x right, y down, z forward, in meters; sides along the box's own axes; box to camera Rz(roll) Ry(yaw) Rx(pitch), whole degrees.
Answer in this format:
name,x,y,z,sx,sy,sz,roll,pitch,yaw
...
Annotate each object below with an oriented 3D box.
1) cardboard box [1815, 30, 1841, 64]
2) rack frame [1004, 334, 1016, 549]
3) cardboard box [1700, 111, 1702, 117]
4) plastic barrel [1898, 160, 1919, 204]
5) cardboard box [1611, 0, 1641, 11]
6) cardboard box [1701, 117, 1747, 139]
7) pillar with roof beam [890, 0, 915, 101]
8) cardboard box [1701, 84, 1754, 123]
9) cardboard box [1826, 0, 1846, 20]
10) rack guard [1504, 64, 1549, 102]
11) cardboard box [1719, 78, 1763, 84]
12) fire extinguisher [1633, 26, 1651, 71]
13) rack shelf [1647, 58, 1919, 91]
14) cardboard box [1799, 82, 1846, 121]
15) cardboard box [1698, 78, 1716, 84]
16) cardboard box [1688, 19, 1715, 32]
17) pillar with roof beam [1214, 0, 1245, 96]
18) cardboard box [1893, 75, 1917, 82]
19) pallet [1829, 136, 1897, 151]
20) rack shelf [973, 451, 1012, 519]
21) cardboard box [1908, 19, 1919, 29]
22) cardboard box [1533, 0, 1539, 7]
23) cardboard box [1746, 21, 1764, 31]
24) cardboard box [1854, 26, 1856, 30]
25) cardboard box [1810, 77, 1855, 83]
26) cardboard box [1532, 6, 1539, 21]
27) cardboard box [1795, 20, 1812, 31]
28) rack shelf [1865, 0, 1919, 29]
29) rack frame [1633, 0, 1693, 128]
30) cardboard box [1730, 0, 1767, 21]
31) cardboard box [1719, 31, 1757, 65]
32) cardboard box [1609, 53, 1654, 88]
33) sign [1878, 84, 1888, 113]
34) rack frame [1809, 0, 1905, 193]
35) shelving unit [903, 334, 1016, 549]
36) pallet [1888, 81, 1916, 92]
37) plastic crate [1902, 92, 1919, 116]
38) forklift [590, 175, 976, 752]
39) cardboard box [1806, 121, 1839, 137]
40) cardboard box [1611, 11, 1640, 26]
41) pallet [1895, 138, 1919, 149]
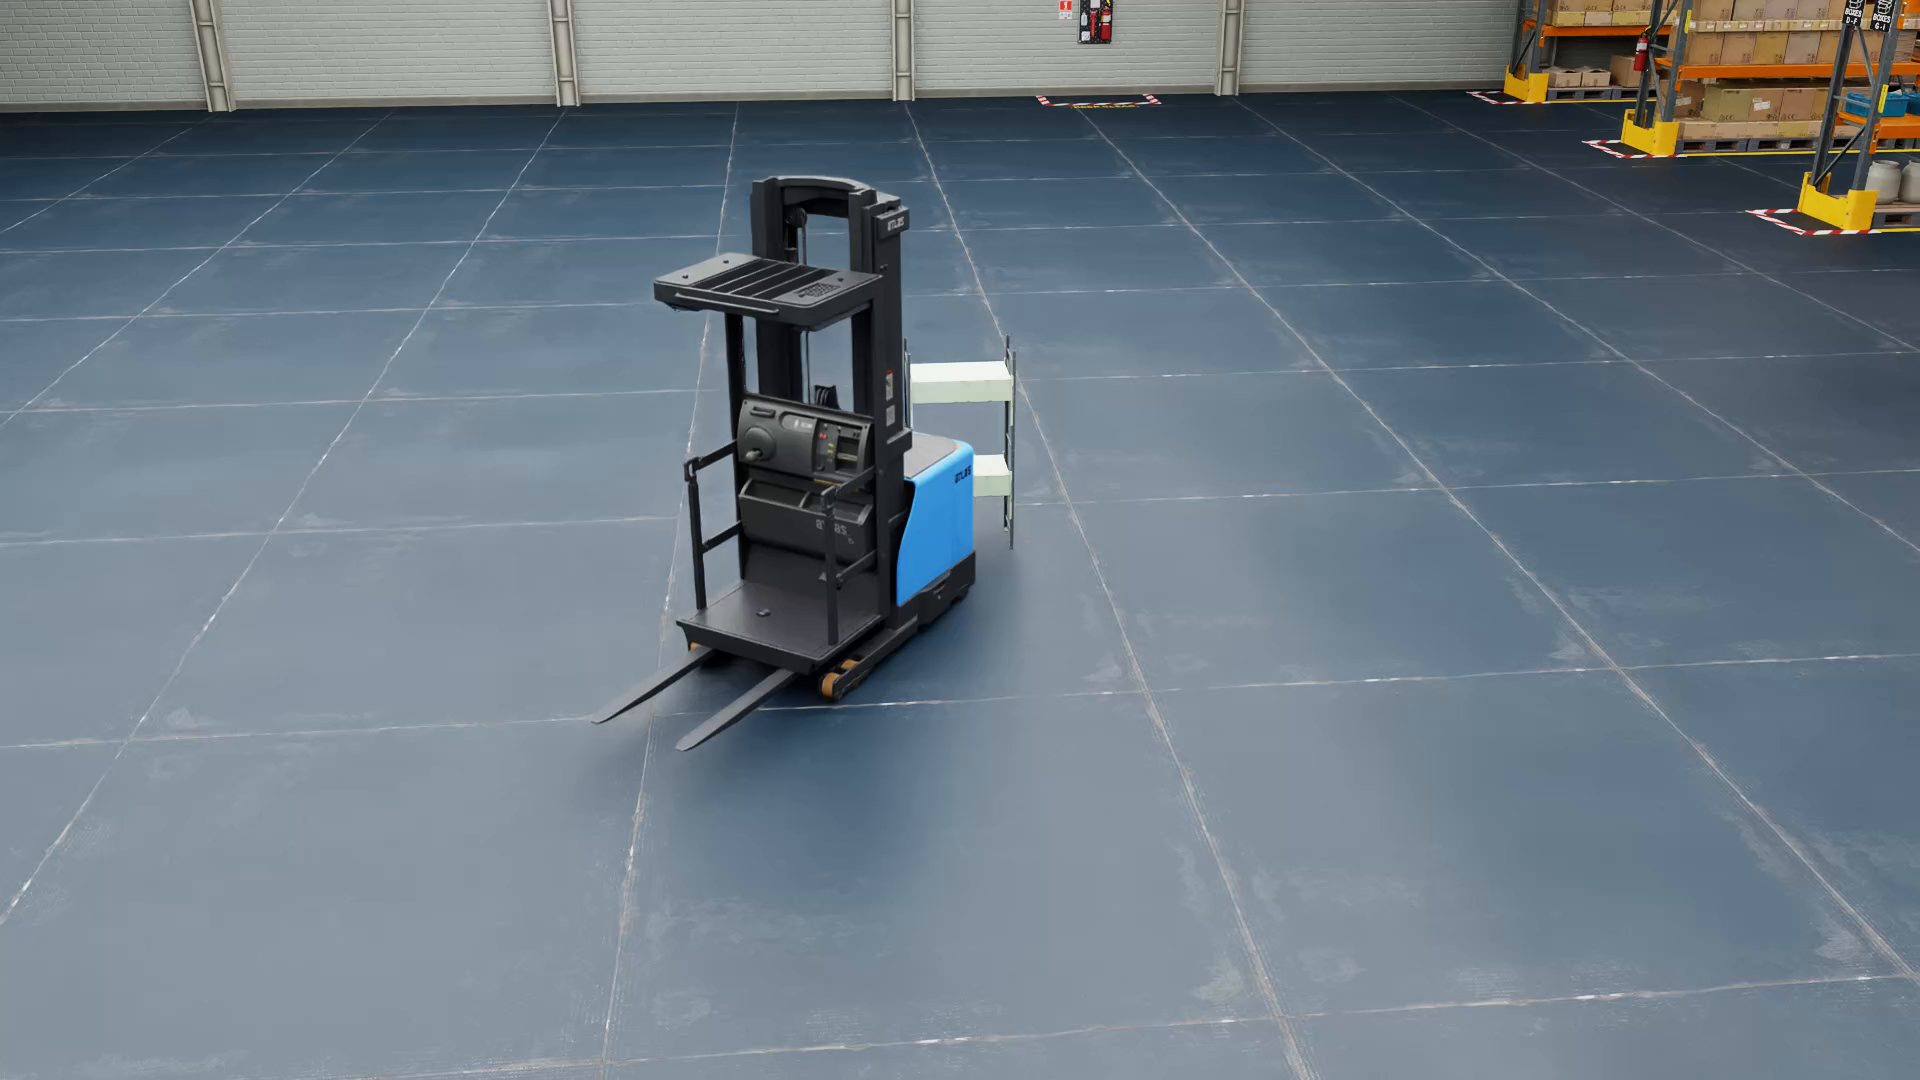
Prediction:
name,x,y,z,sx,sy,sz,roll,pitch,yaw
cardboard box,13.305,-7.656,25.659,0.500,0.500,0.700,-2,24,-4
rack frame,0.358,-0.700,11.978,0.023,1.500,0.400,-2,24,-5
cardboard box,11.790,-6.614,26.307,0.500,0.250,0.500,-2,24,-5
plastic barrel,12.419,-4.643,21.550,0.421,0.512,0.421,0,24,0
cardboard box,11.811,-9.730,29.685,0.500,0.500,0.500,-3,24,-7
cardboard box,11.842,-6.402,25.828,0.500,0.250,0.500,-2,24,-5
pillar with roof beam,-0.608,-10.415,24.603,0.400,9.000,9.100,-2,24,-5
cardboard box,11.842,-6.744,25.674,0.500,0.500,0.500,-2,24,-5
cardboard box,13.328,-8.251,25.400,0.500,0.500,0.700,-2,24,-5
rack guard,10.374,-8.376,30.480,0.348,0.500,1.175,-2,24,-5
cardboard box,12.287,-6.979,26.203,0.500,0.500,0.500,-2,24,-5
fire extinguisher,10.626,-7.661,25.888,0.183,0.674,0.296,-2,24,-5
rack shelf,12.780,-7.264,25.786,4.000,0.370,1.077,-2,24,-5
cardboard box,13.334,-6.808,25.818,0.500,0.500,0.500,-2,24,-5
cardboard box,13.750,-8.548,30.735,0.250,0.166,0.380,-5,25,-12
cardboard box,11.201,-7.784,25.148,0.250,0.149,0.380,-2,24,-6
pillar with roof beam,5.362,-10.655,25.142,0.400,9.000,9.100,-2,24,-5
cardboard box,17.549,-8.844,30.990,0.500,0.500,0.700,-2,24,-4
pallet,13.974,-6.384,26.353,1.213,0.211,1.003,-2,24,-5
rack shelf,-0.007,-0.387,12.077,0.720,0.370,0.431,-2,24,-5
cardboard box,14.520,-7.918,25.449,0.250,0.149,0.380,-2,24,-5
cardboard box,10.747,-9.903,30.075,0.500,0.500,0.500,-3,24,-6
cardboard box,11.963,-7.814,25.216,0.250,0.149,0.380,-3,24,-6
cardboard box,13.508,-7.878,25.359,0.250,0.149,0.380,-2,24,-5
cardboard box,13.781,-7.036,26.332,0.500,0.500,0.500,-2,24,-5
cardboard box,10.745,-9.553,30.210,0.500,0.250,0.500,-2,24,-4
cardboard box,12.731,-7.845,25.285,0.250,0.149,0.380,-2,24,-5
rack shelf,13.263,-6.633,20.672,4.000,0.370,1.077,-2,24,-5
rack frame,10.789,-7.513,25.461,0.127,3.000,1.000,-2,24,-5
cardboard box,11.831,-8.191,25.264,0.500,0.500,0.700,-3,24,-7
cardboard box,11.777,-7.595,25.522,0.500,0.500,0.700,-2,24,-4
cardboard box,12.298,-8.597,30.435,0.500,0.500,0.700,-4,24,-8
sign,11.322,-5.415,20.399,0.005,0.325,0.100,-2,24,-5
rack frame,11.272,-5.511,20.956,0.127,3.000,1.000,-2,24,-5
shelving unit,-0.007,-0.685,11.945,0.755,1.500,0.431,-2,24,-5
pallet,17.482,-8.530,31.181,1.213,0.211,1.003,-2,24,-5
plastic crate,12.388,-5.608,21.356,0.408,0.251,0.499,-2,24,-5
forklift,-1.058,-0.581,9.948,1.130,2.935,3.031,13,27,27
cardboard box,13.335,-6.460,25.958,0.500,0.250,0.500,-2,24,-5
cardboard box,11.838,-9.392,29.847,0.500,0.250,0.500,-3,24,-6
pallet,15.499,-6.444,26.488,1.213,0.211,1.003,-2,24,-5
